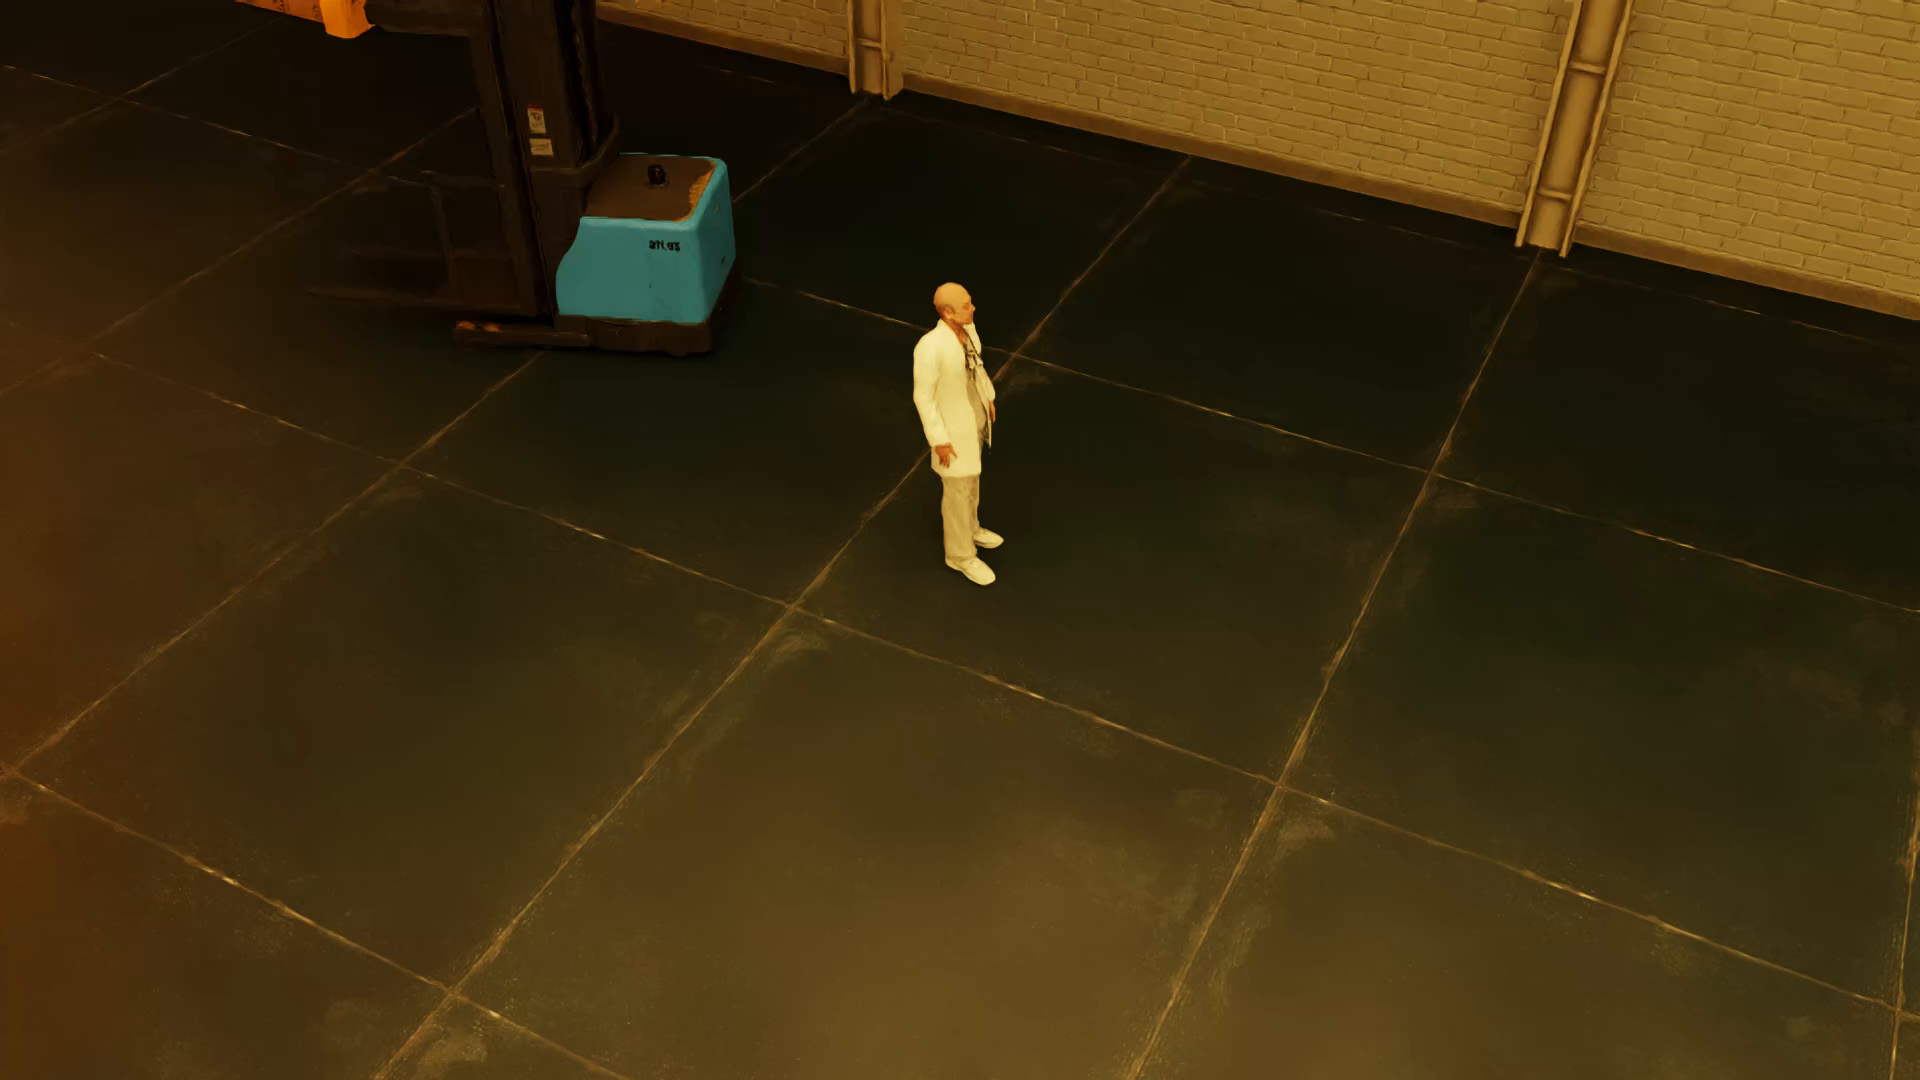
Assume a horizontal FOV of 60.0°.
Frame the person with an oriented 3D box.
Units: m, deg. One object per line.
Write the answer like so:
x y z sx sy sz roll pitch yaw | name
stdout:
0.079 -0.656 9.649 0.579 1.776 0.694 18 43 21 | person

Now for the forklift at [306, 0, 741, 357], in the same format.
-3.194 -2.835 11.352 3.031 2.935 1.130 5 40 6 | forklift
